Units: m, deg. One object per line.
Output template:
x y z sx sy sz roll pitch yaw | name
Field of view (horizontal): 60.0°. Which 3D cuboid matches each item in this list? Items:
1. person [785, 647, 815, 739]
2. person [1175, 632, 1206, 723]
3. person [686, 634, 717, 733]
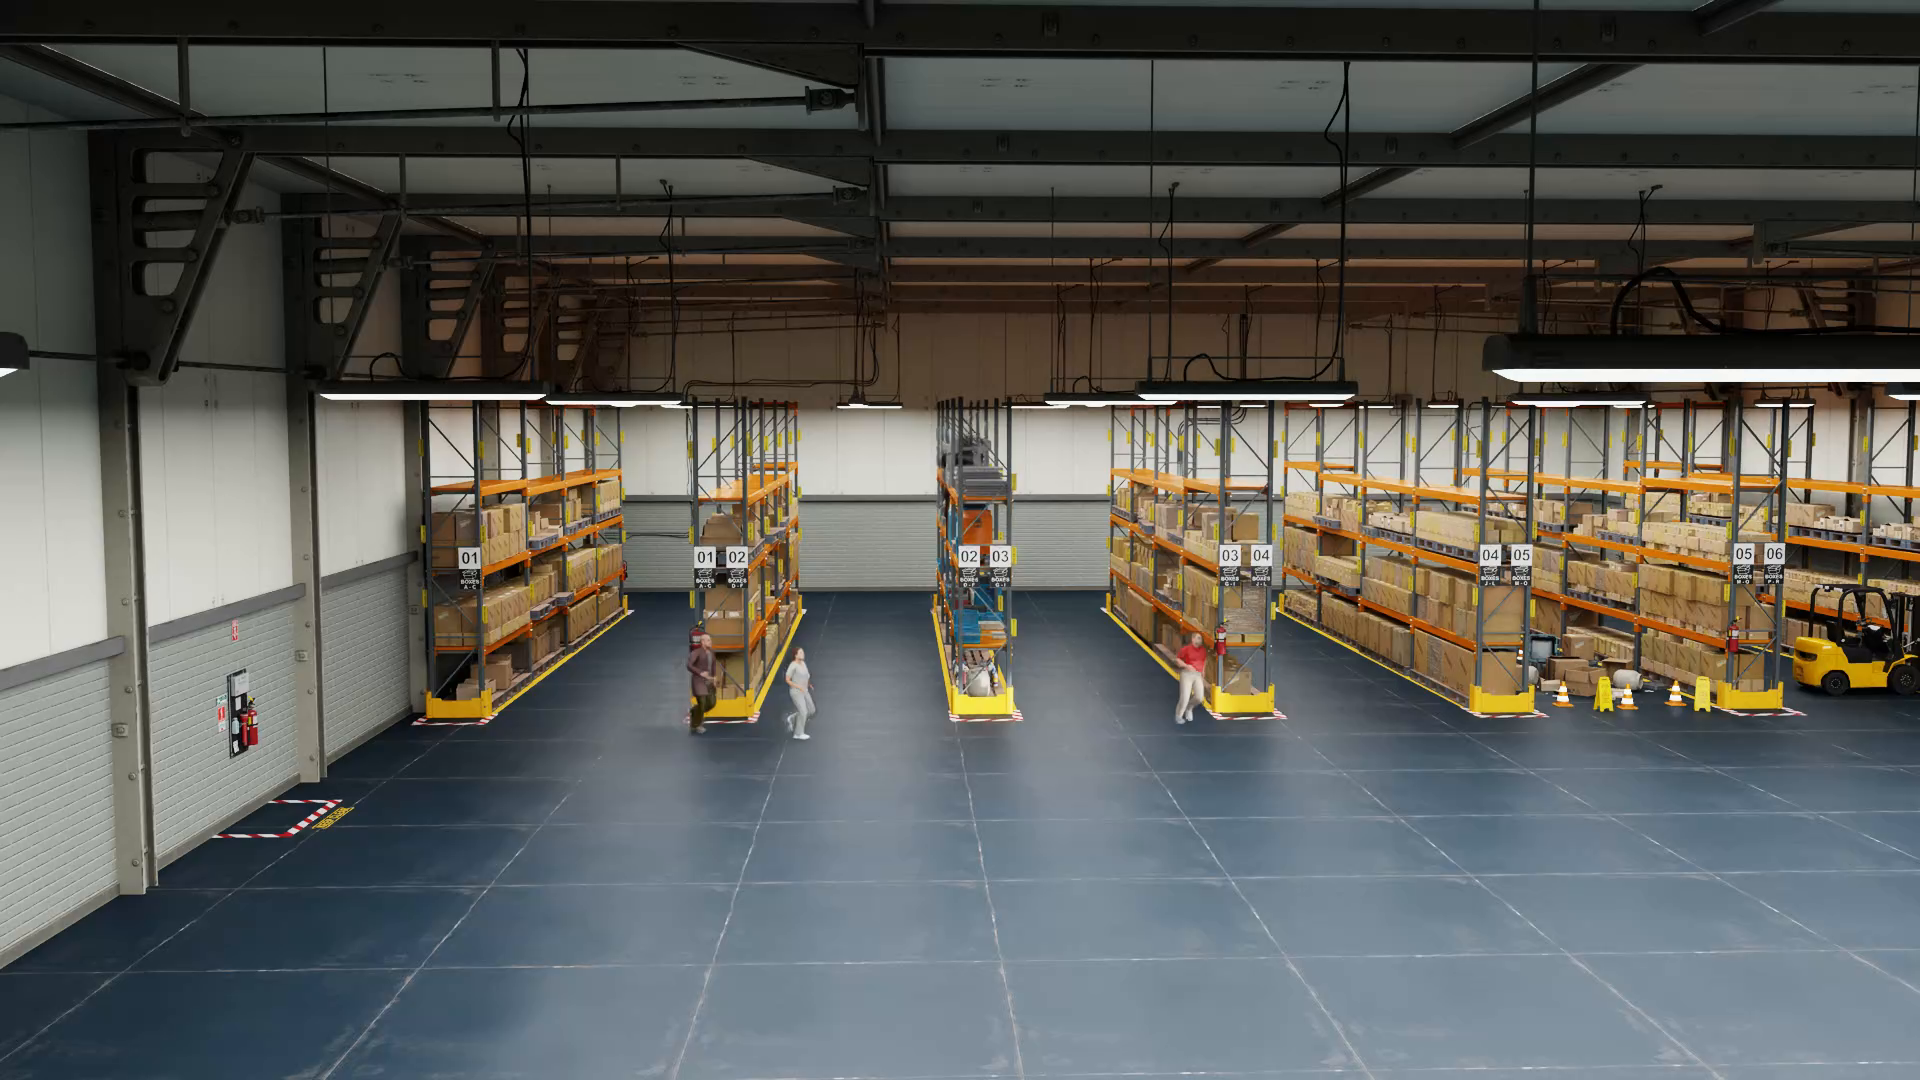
-2.835 2.665 29.050 0.558 1.624 0.547 3 5 31 | person
4.315 2.532 30.589 0.664 1.655 0.569 -1 5 -18 | person
-4.589 2.559 29.846 0.656 1.737 0.815 2 5 28 | person
